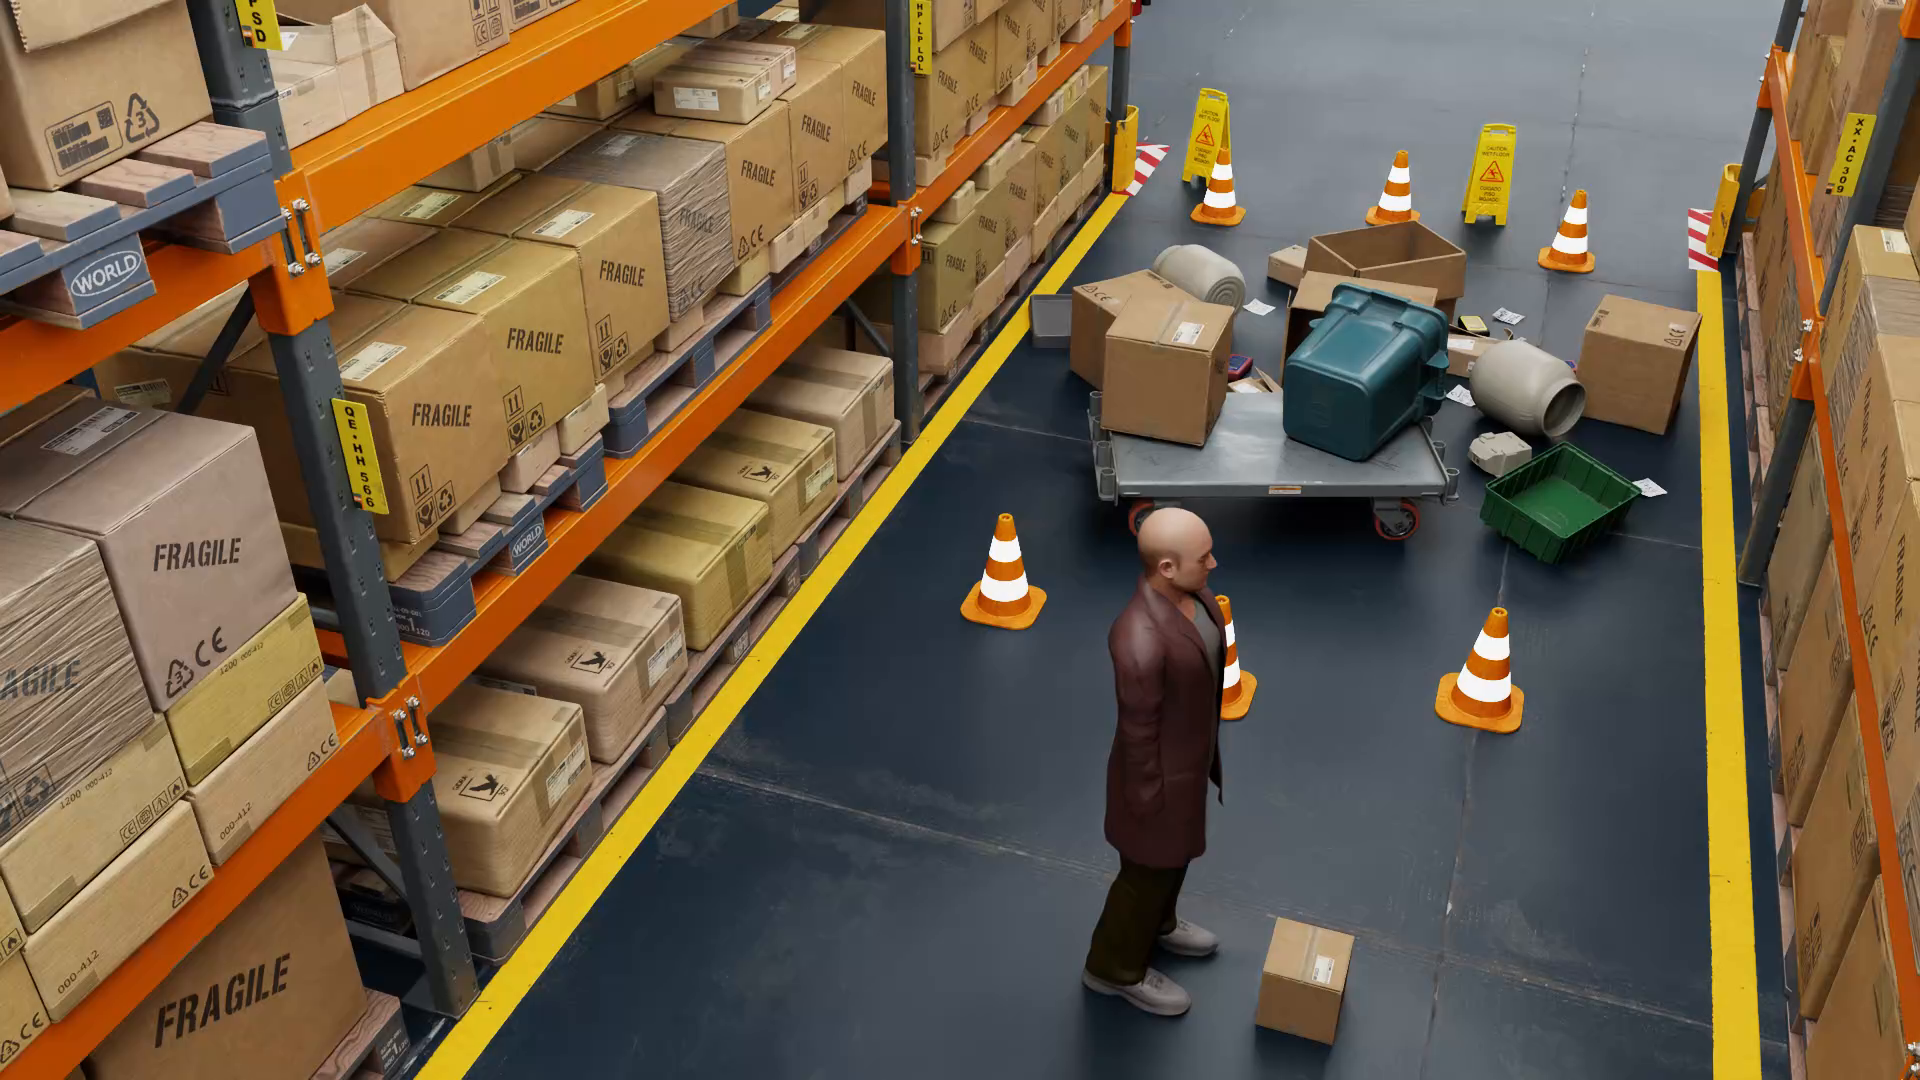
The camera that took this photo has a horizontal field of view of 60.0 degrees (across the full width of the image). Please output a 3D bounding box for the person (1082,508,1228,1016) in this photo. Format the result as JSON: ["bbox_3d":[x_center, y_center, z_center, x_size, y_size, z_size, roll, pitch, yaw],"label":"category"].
[{"bbox_3d":[0.641,0.676,5.107,0.396,1.776,0.563,12,35,18],"label":"person"}]
